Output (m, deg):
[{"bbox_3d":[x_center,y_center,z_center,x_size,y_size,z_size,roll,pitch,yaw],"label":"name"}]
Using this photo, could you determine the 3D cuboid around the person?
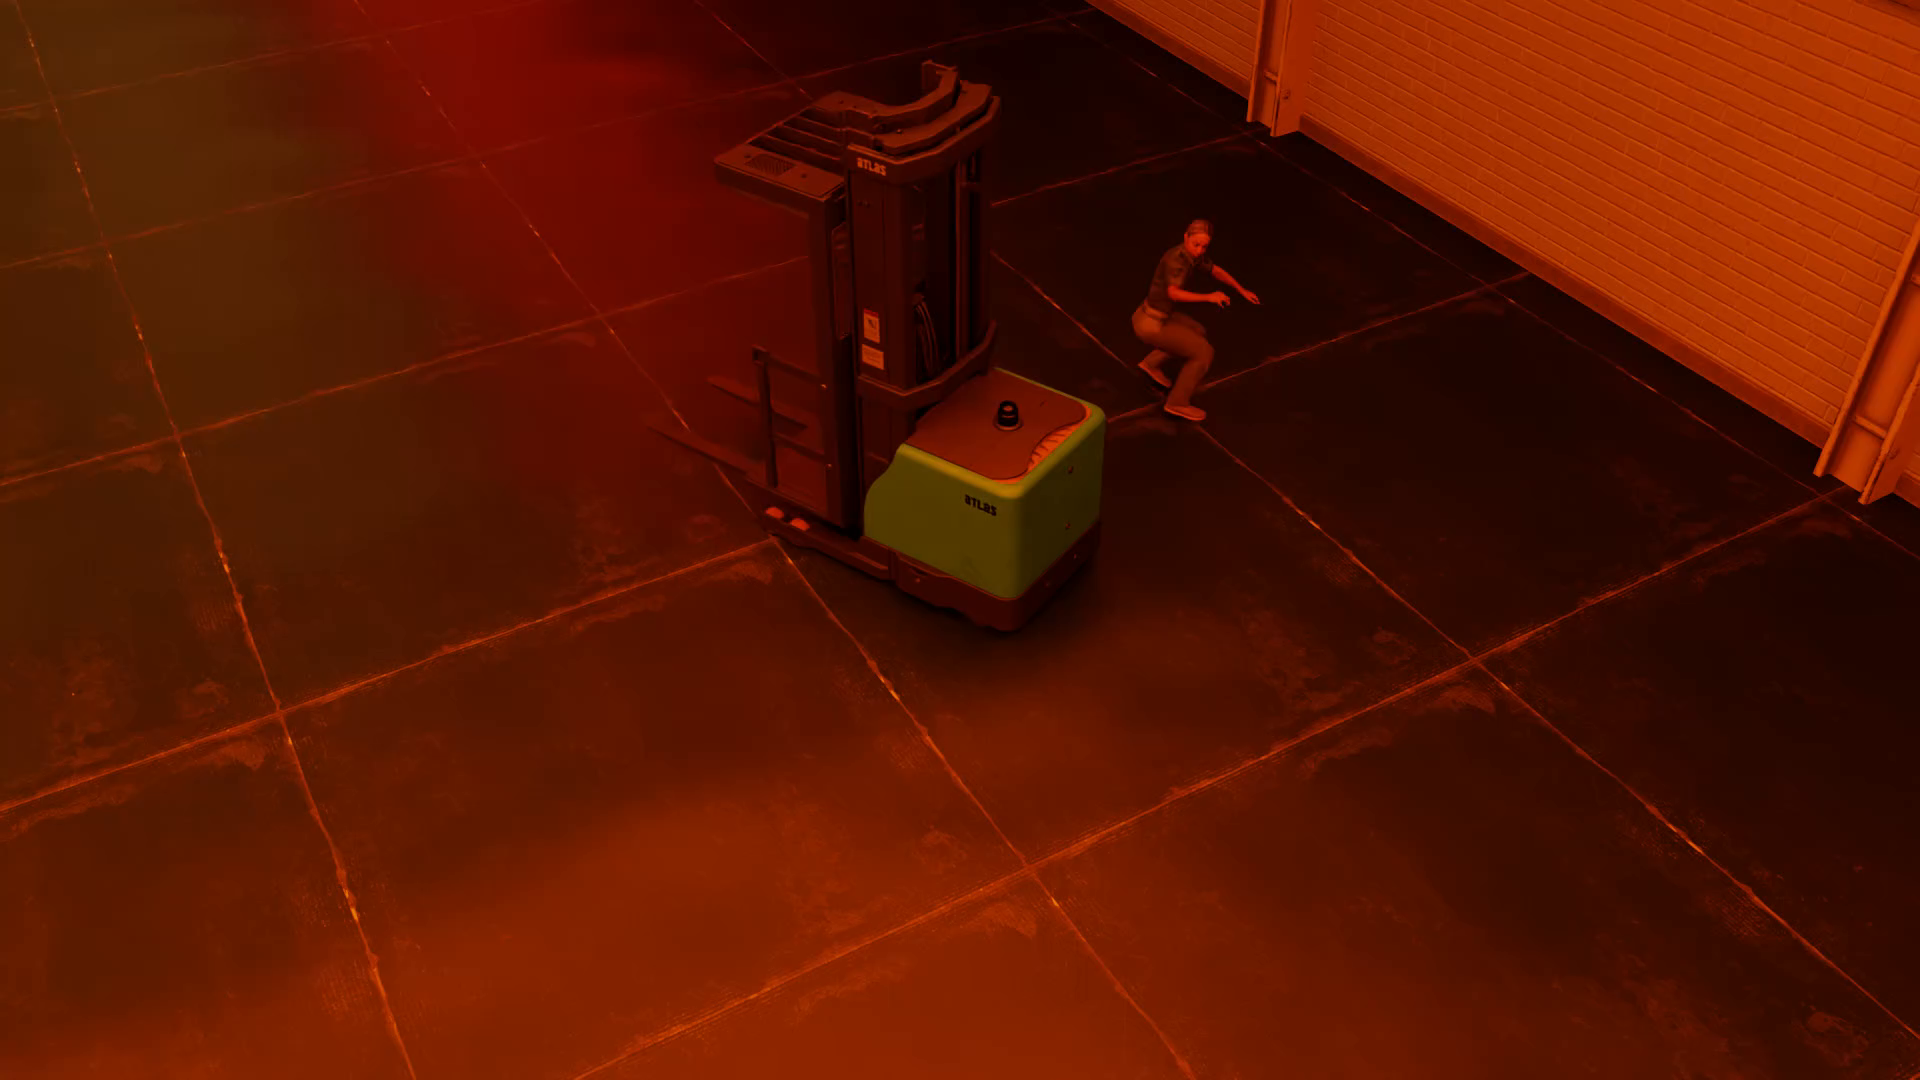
[{"bbox_3d":[1.576,-1.462,11.032,0.870,1.396,0.716,3,40,3],"label":"person"}]

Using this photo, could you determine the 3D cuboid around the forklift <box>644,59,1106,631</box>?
[{"bbox_3d":[-0.645,-1.347,9.661,3.031,2.935,1.130,24,45,26],"label":"forklift"}]
